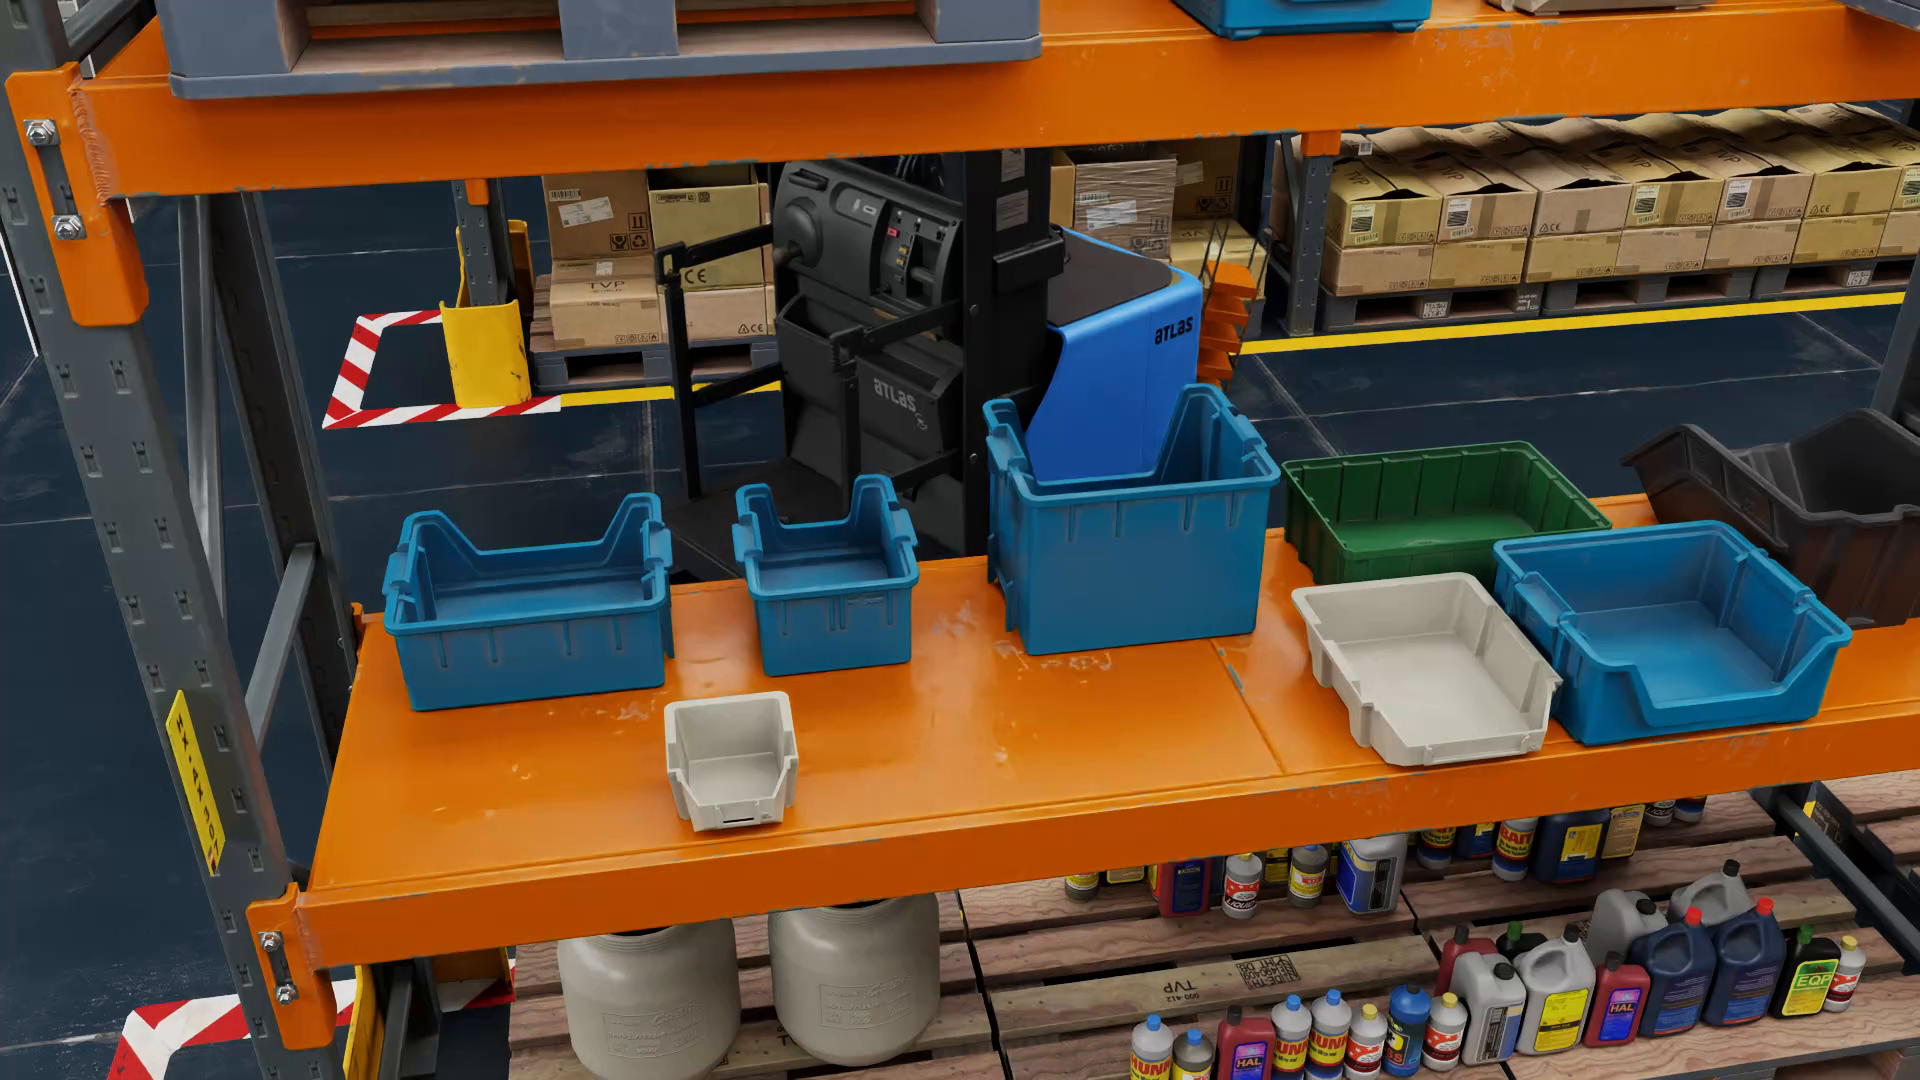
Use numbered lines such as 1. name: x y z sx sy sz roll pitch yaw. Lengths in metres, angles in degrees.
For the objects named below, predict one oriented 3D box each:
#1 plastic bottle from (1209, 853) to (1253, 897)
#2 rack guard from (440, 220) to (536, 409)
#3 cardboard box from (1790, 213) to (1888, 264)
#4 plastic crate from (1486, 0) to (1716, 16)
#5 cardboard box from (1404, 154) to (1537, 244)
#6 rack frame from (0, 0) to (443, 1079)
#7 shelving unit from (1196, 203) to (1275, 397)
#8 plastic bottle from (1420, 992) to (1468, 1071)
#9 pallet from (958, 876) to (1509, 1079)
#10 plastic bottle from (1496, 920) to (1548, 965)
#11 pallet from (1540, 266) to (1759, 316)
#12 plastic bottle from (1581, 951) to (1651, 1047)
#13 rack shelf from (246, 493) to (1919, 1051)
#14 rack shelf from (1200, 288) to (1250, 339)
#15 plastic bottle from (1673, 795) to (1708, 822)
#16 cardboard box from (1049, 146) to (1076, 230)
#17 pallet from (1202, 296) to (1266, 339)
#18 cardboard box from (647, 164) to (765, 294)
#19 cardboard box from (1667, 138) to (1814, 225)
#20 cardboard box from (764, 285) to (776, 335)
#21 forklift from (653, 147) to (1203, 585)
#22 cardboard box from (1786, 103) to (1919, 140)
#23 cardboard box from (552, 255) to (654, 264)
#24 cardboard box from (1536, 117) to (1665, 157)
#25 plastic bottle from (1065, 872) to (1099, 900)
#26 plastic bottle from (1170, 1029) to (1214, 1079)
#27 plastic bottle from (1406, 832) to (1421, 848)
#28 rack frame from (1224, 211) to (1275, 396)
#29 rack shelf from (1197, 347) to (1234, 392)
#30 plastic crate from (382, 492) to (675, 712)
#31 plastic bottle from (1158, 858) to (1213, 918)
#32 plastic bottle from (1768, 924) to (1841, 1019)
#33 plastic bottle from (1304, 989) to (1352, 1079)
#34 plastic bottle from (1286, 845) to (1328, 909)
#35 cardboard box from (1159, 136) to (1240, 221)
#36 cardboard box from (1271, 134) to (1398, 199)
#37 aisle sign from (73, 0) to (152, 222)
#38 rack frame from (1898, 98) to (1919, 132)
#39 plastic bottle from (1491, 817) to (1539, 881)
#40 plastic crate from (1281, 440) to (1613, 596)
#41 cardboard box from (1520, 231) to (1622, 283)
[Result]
1. plastic bottle: 0.730 0.834 4.625 0.135 0.276 0.152 -6 31 -10
2. rack guard: -2.299 -1.132 8.182 0.348 0.500 1.175 -5 31 -9
3. cardboard box: 4.614 -1.719 9.013 0.500 0.250 0.500 -6 31 -10
4. plastic crate: 1.042 -0.938 2.687 0.396 0.136 0.243 -5 31 -9
5. cardboard box: 2.604 -1.771 8.548 0.500 0.311 0.500 -6 31 -10
6. rack frame: -1.387 0.258 3.352 0.127 3.000 1.000 -5 31 -9
7. shelving unit: 1.022 -0.762 6.846 0.189 1.200 0.258 9 30 -6
8. plastic bottle: 1.188 1.196 4.083 0.097 0.201 0.097 0 30 0
9. pallet: 0.677 1.249 4.418 1.213 0.211 1.003 -5 31 -9
10. plastic bottle: 1.416 1.075 4.208 0.133 0.283 0.061 -5 31 -9
11. pallet: 3.580 -1.575 9.220 1.213 0.211 1.003 -5 31 -9
12. plastic bottle: 1.625 1.130 4.115 0.133 0.283 0.061 -3 31 -6
13. rack shelf: 0.581 0.386 3.845 4.000 0.370 1.077 -5 31 -9
14. rack shelf: 1.057 -0.928 6.748 0.180 0.103 0.258 9 30 -6
15. plastic bottle: 2.156 0.690 4.875 0.097 0.271 0.097 0 30 0
16. cardboard box: 0.258 -1.657 8.168 0.500 0.500 0.500 -5 31 -9
17. pallet: 0.870 -1.323 8.792 1.213 0.211 1.003 -5 31 -9
18. cardboard box: -1.216 -1.515 7.927 0.500 0.500 0.500 -5 31 -9
19. cardboard box: 4.116 -1.914 8.790 0.500 0.311 0.500 -5 31 -9
20. cardboard box: -0.724 -1.239 8.195 0.500 0.250 0.500 -5 31 -9
21. forklift: -0.488 -1.022 5.596 3.031 2.935 1.130 -24 38 -35
22. cardboard box: 5.026 -2.278 9.410 0.500 0.311 0.500 -4 31 -7
23. cardboard box: -1.801 -1.404 8.477 0.500 0.250 0.500 -5 31 -9
24. cardboard box: 3.503 -2.133 9.164 0.500 0.311 0.500 -6 31 -10
25. plastic bottle: 0.341 0.889 4.606 0.097 0.201 0.097 0 30 0
26. plastic bottle: 0.555 1.255 3.983 0.097 0.201 0.097 0 30 0
27. plastic bottle: 1.324 0.753 4.757 0.133 0.283 0.061 -4 31 -7
28. rack frame: 1.112 -0.748 6.855 0.006 1.200 0.240 9 30 -6
29. rack shelf: 1.014 -0.724 6.868 0.180 0.103 0.258 9 30 -6
30. plastic crate: -0.948 0.127 3.721 0.616 0.251 0.499 -5 31 -9
31. plastic bottle: 0.614 0.897 4.511 0.133 0.283 0.061 -5 31 -9
32. plastic bottle: 2.134 1.083 4.195 0.133 0.283 0.061 -4 31 -6
33. plastic bottle: 0.889 1.194 4.018 0.097 0.271 0.097 0 30 0
34. plastic bottle: 0.957 0.906 4.577 0.097 0.201 0.097 0 30 0
35. cardboard box: 1.147 -2.010 8.767 0.500 0.500 0.500 -5 31 -9
36. cardboard box: 2.006 -1.994 8.928 0.500 0.311 0.500 -5 31 -9
37. aisle sign: -1.511 -1.004 2.933 0.004 0.787 0.394 -5 31 -9
38. rack frame: 5.594 -2.942 8.794 0.127 3.000 1.000 -5 31 -9
39. plastic bottle: 1.558 0.820 4.654 0.097 0.271 0.097 0 30 0
40. plastic crate: 1.162 -0.032 4.055 0.662 0.188 0.450 -5 31 -9
41. cardboard box: 3.113 -1.581 8.777 0.500 0.250 0.500 -6 31 -10
